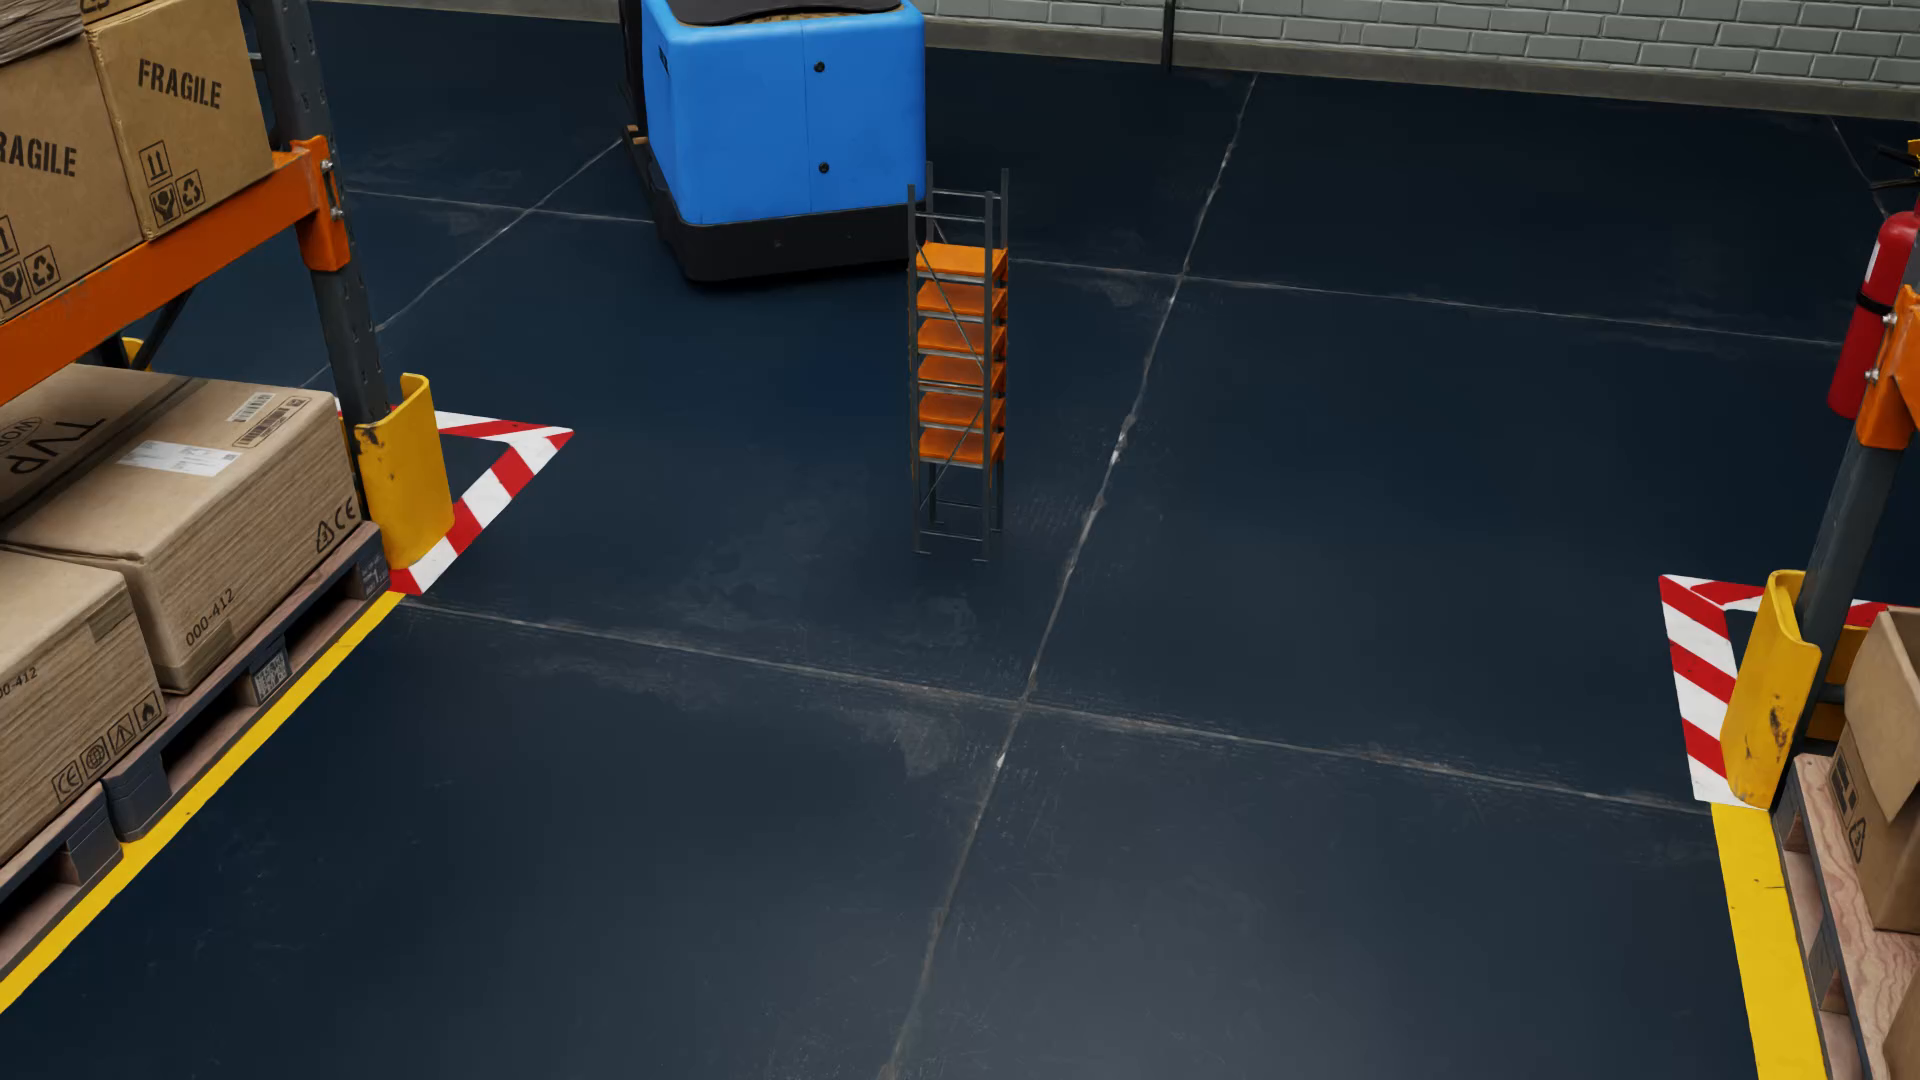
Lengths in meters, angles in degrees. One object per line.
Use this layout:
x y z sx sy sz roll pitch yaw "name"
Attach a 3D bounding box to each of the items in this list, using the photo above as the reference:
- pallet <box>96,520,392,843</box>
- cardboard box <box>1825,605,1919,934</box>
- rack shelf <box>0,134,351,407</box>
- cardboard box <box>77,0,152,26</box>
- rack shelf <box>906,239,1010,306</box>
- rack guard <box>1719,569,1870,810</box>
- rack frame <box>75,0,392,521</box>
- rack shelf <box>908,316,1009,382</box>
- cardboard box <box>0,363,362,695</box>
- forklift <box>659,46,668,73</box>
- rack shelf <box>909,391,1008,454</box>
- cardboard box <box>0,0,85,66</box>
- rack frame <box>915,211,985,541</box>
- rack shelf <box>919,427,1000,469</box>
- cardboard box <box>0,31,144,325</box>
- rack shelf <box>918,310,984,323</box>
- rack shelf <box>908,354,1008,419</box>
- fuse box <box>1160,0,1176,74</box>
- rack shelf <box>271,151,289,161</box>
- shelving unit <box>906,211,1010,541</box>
-2.348 0.280 4.612 1.003 0.211 1.213 8 33 12 "pallet"
2.334 0.533 3.552 0.797 0.503 0.637 7 33 10 "cardboard box"
-2.729 0.020 3.094 1.077 0.370 4.000 8 33 12 "rack shelf"
-2.113 -1.503 3.794 0.500 0.500 0.500 9 34 14 "cardboard box"
-0.004 -0.765 4.747 0.258 0.103 0.180 8 33 12 "rack shelf"
2.562 0.446 4.082 1.175 0.500 0.348 8 33 12 "rack guard"
-2.221 -1.322 4.533 1.000 3.000 0.127 8 33 12 "rack frame"
-0.004 -0.563 4.876 0.258 0.103 0.180 8 33 12 "rack shelf"
-2.292 -0.062 4.548 0.875 0.438 0.875 7 33 11 "cardboard box"
-15.545 -5.077 4.847 29.489 9.000 9.281 -9 34 -14 "forklift"
-0.004 -0.360 5.005 0.258 0.103 0.180 8 33 12 "rack shelf"
-2.217 -1.228 3.361 0.500 0.500 0.500 8 33 13 "cardboard box"
-0.026 -0.451 4.841 0.228 1.046 0.002 8 33 12 "rack frame"
-0.004 -0.282 5.054 0.221 0.034 0.171 8 33 12 "rack shelf"
-2.229 -0.819 3.650 0.500 0.500 0.500 7 33 11 "cardboard box"
-0.004 -0.681 4.801 0.199 0.020 0.166 8 33 12 "rack shelf"
-0.004 -0.461 4.940 0.258 0.103 0.180 8 33 12 "rack shelf"
1.182 -3.346 8.918 0.539 1.711 0.414 8 33 12 "fuse box"
-5.135 -2.371 2.261 5.869 4.714 3.910 8 33 12 "rack shelf"
-0.004 -0.498 4.915 0.258 1.046 0.183 8 33 12 "shelving unit"
